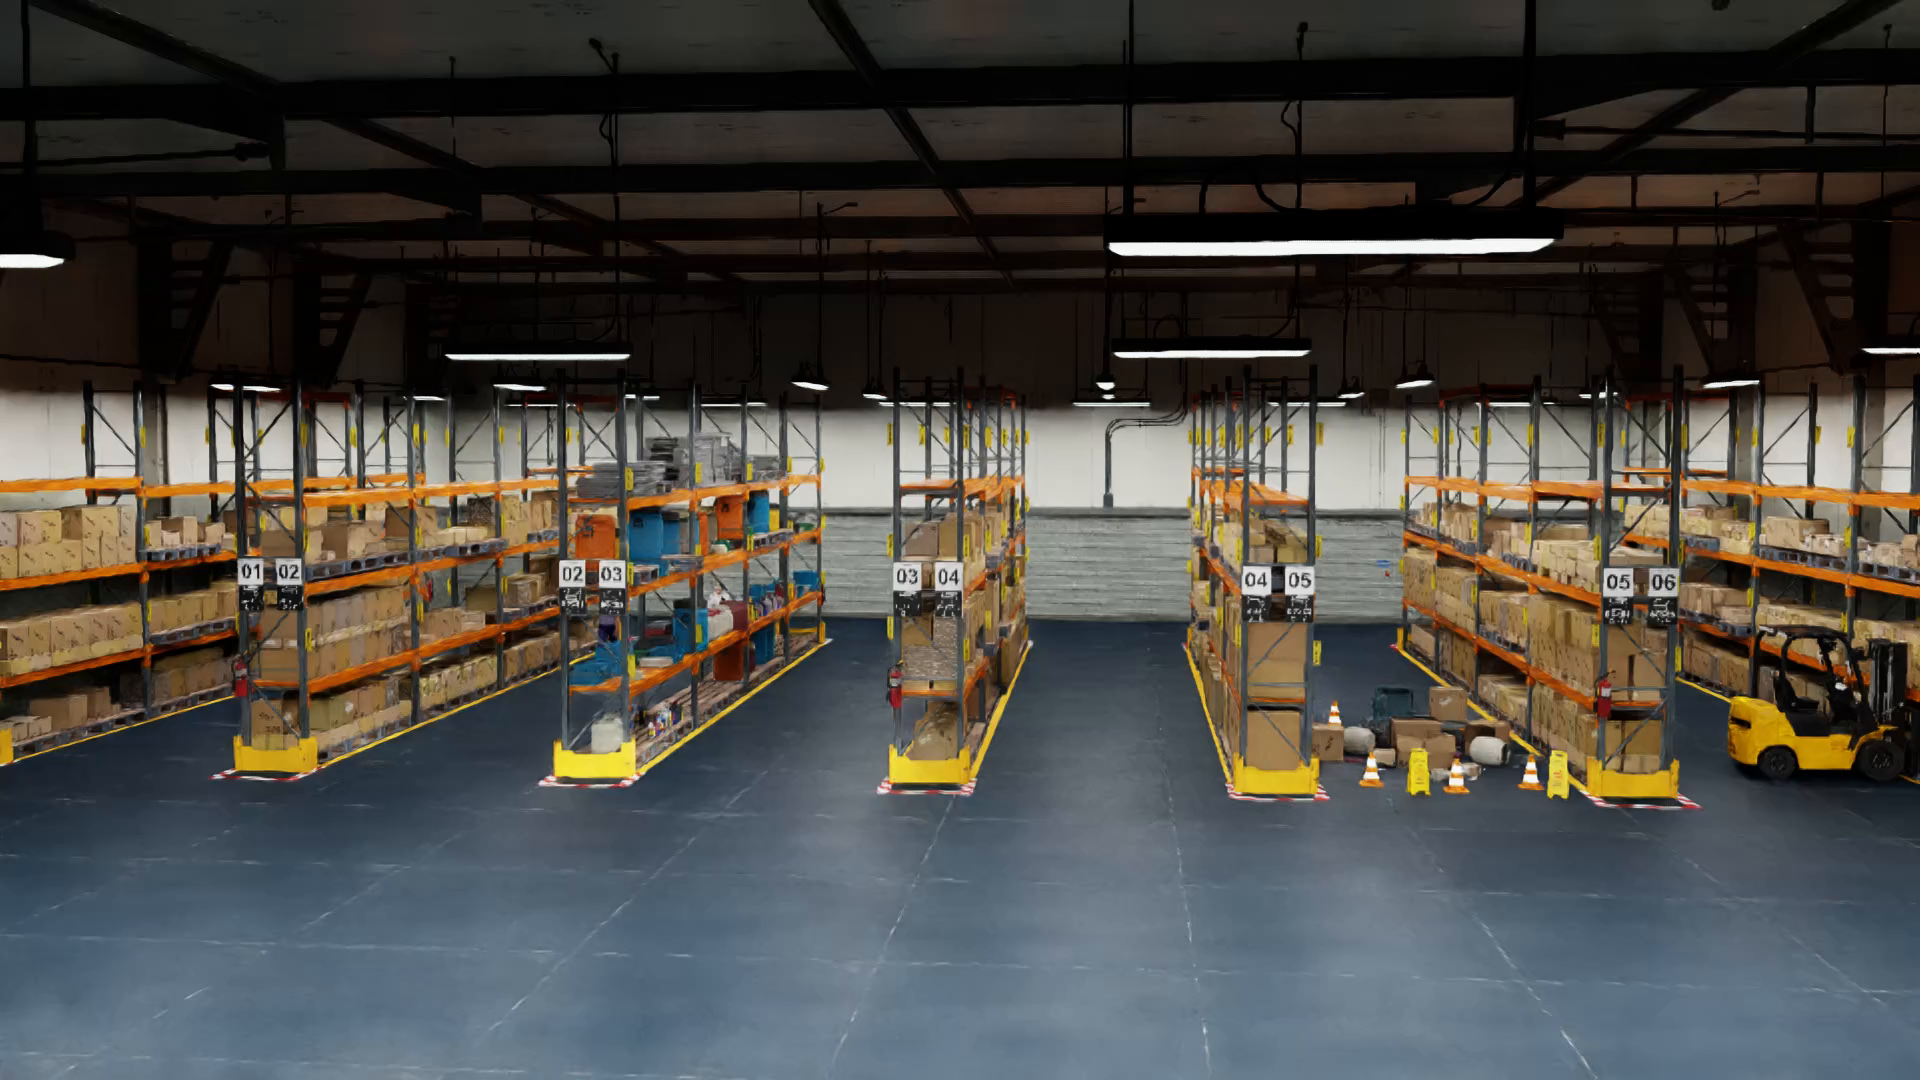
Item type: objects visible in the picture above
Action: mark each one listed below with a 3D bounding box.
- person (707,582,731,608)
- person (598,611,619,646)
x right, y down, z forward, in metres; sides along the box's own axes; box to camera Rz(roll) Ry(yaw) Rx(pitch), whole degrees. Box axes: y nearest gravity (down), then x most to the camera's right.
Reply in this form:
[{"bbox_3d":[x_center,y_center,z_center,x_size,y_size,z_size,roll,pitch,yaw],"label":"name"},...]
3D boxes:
[{"bbox_3d":[-5.624,1.781,38.850,0.610,1.632,0.512,0,4,4],"label":"person"},{"bbox_3d":[-7.664,1.949,36.292,0.493,1.589,0.991,0,4,5],"label":"person"}]
